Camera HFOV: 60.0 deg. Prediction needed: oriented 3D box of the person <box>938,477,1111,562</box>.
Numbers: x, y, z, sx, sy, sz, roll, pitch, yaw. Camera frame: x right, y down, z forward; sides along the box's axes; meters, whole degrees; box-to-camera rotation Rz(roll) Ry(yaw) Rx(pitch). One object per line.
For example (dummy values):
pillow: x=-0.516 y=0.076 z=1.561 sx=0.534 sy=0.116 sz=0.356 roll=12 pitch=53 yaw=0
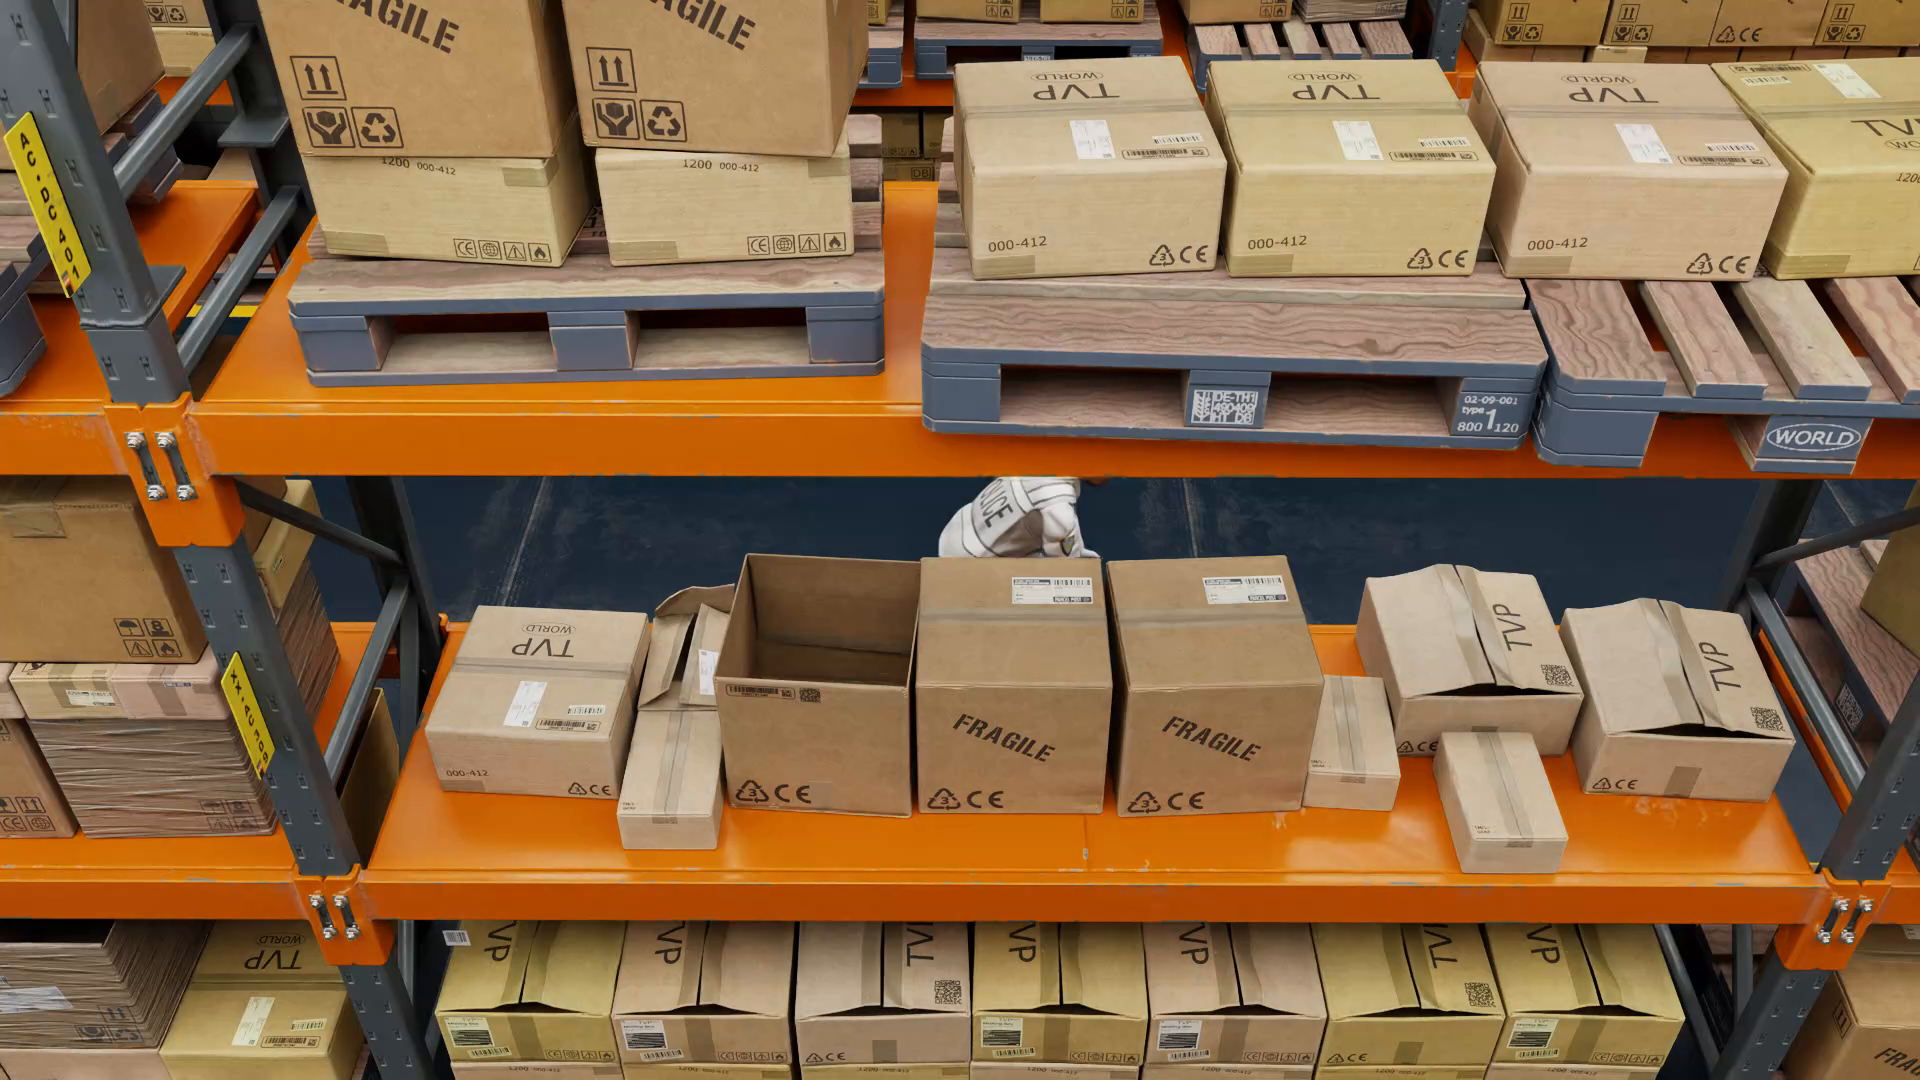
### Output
person: x=0.293 y=0.082 z=6.352 sx=0.749 sy=1.294 sz=0.534 roll=0 pitch=40 yaw=0
